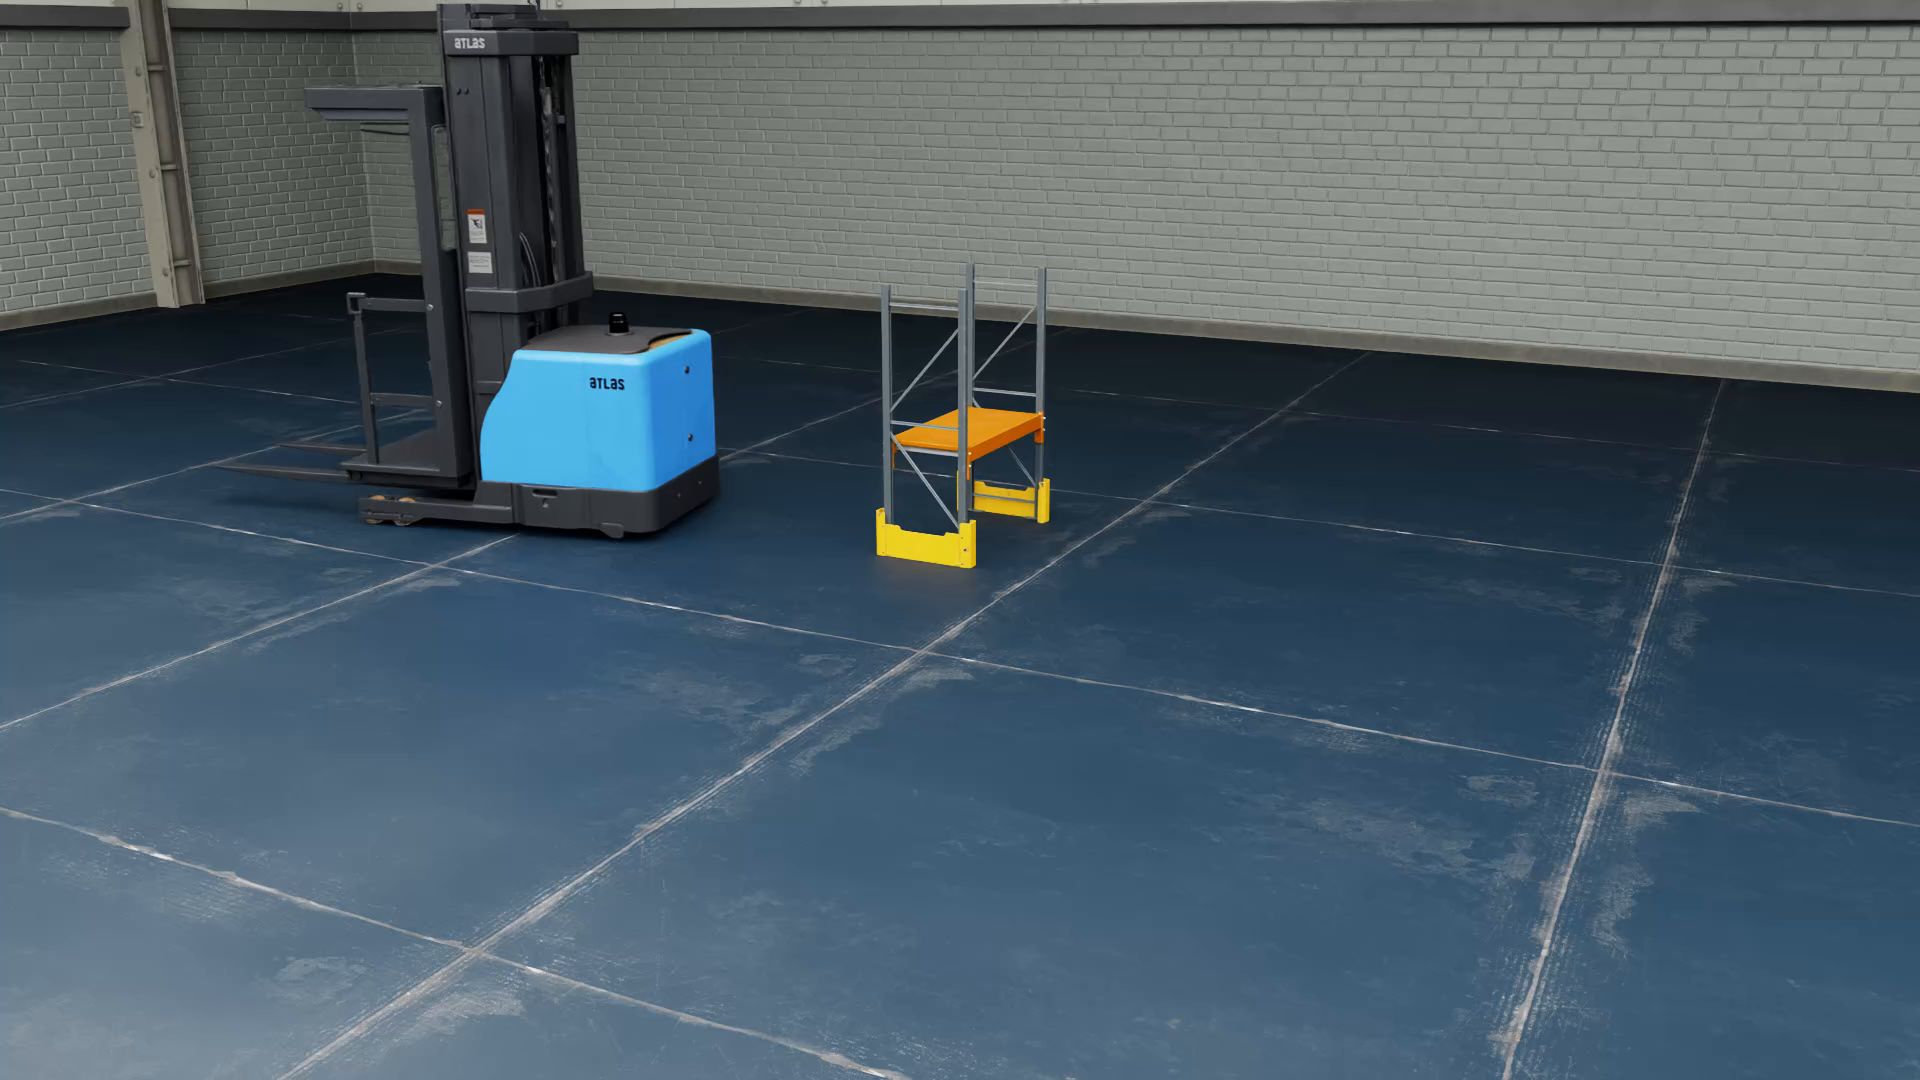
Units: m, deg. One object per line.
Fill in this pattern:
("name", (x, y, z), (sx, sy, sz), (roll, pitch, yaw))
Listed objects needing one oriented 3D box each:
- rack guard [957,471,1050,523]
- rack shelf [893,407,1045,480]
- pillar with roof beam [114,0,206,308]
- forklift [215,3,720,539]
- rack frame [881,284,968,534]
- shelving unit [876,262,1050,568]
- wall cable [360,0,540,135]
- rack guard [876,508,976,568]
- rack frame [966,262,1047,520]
("rack guard", (0.257, -0.266, 9.981), (0.587, 0.250, 0.087), (8, 18, 25))
("rack shelf", (0.038, -0.568, 9.435), (0.538, 0.185, 1.000), (8, 18, 25))
("pillar with roof beam", (-4.670, -6.340, 15.066), (9.100, 9.000, 0.400), (8, 18, 25))
("forklift", (-3.059, -1.626, 9.850), (3.031, 2.935, 1.130), (4, 17, 15))
("rack frame", (-0.189, -0.611, 8.948), (0.500, 1.500, 0.032), (8, 18, 25))
("shelving unit", (0.034, -0.738, 9.376), (0.587, 1.500, 1.083), (8, 18, 25))
("wall cable", (-6.022, -5.982, 19.313), (3.097, 2.526, 0.112), (8, 18, 25))
("rack guard", (-0.188, -0.012, 9.127), (0.587, 0.250, 0.087), (8, 18, 25))
("rack frame", (0.265, -0.870, 9.820), (0.500, 1.500, 0.032), (8, 18, 25))
